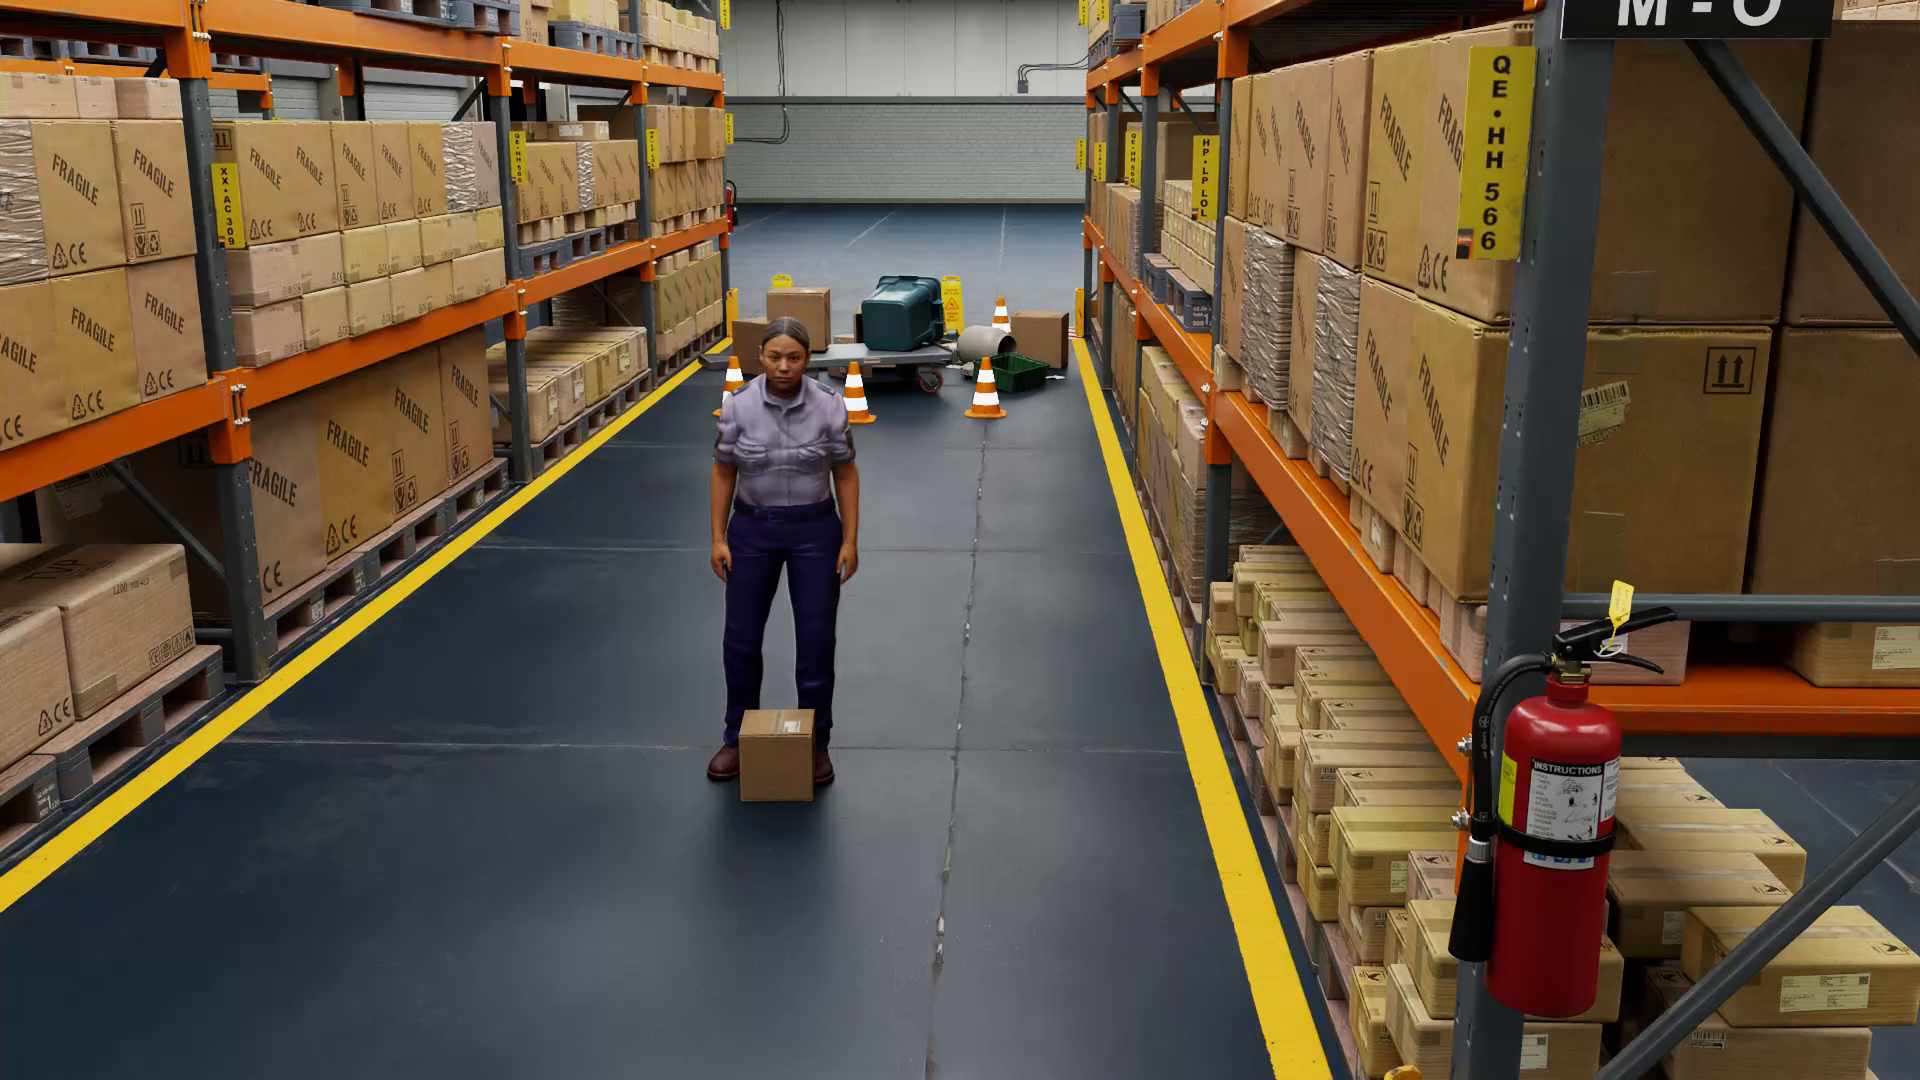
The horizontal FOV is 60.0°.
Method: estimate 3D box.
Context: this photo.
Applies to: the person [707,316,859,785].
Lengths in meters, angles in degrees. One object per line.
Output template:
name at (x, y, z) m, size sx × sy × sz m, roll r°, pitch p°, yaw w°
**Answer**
person at (-0.637, 0.035, 5.904) m, size 0.562 × 1.638 × 0.426 m, roll -1°, pitch 14°, yaw -2°
